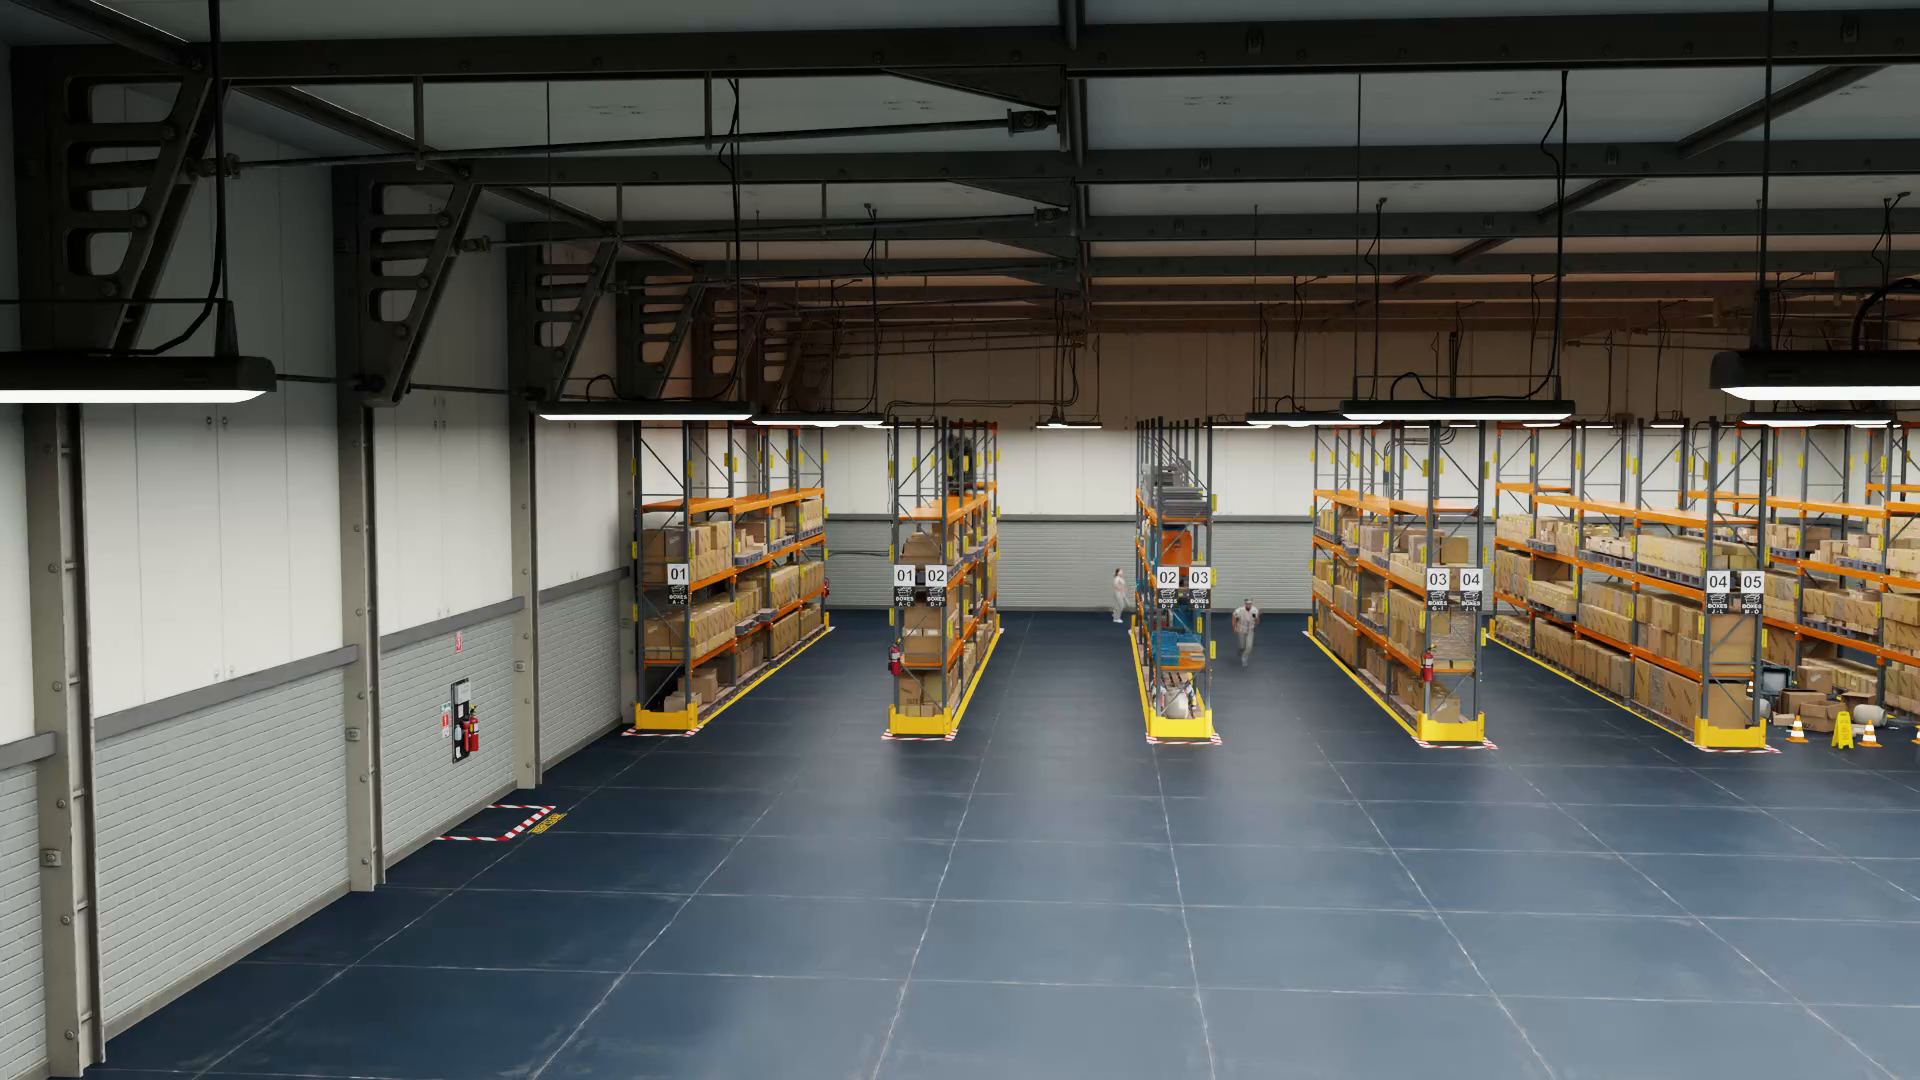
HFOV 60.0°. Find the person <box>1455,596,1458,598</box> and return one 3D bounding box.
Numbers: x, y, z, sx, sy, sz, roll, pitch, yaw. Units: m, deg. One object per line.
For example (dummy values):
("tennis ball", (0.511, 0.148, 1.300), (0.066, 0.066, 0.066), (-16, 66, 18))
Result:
("person", (13.259, 1.893, 45.456), (0.705, 1.750, 0.687), (0, 4, 5))

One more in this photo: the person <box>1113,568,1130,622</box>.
("person", (4.854, 1.651, 49.952), (0.507, 1.631, 0.559), (2, 4, 28))

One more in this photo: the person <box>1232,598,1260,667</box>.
("person", (6.988, 2.242, 40.720), (0.659, 1.709, 0.786), (-1, 4, -8))
